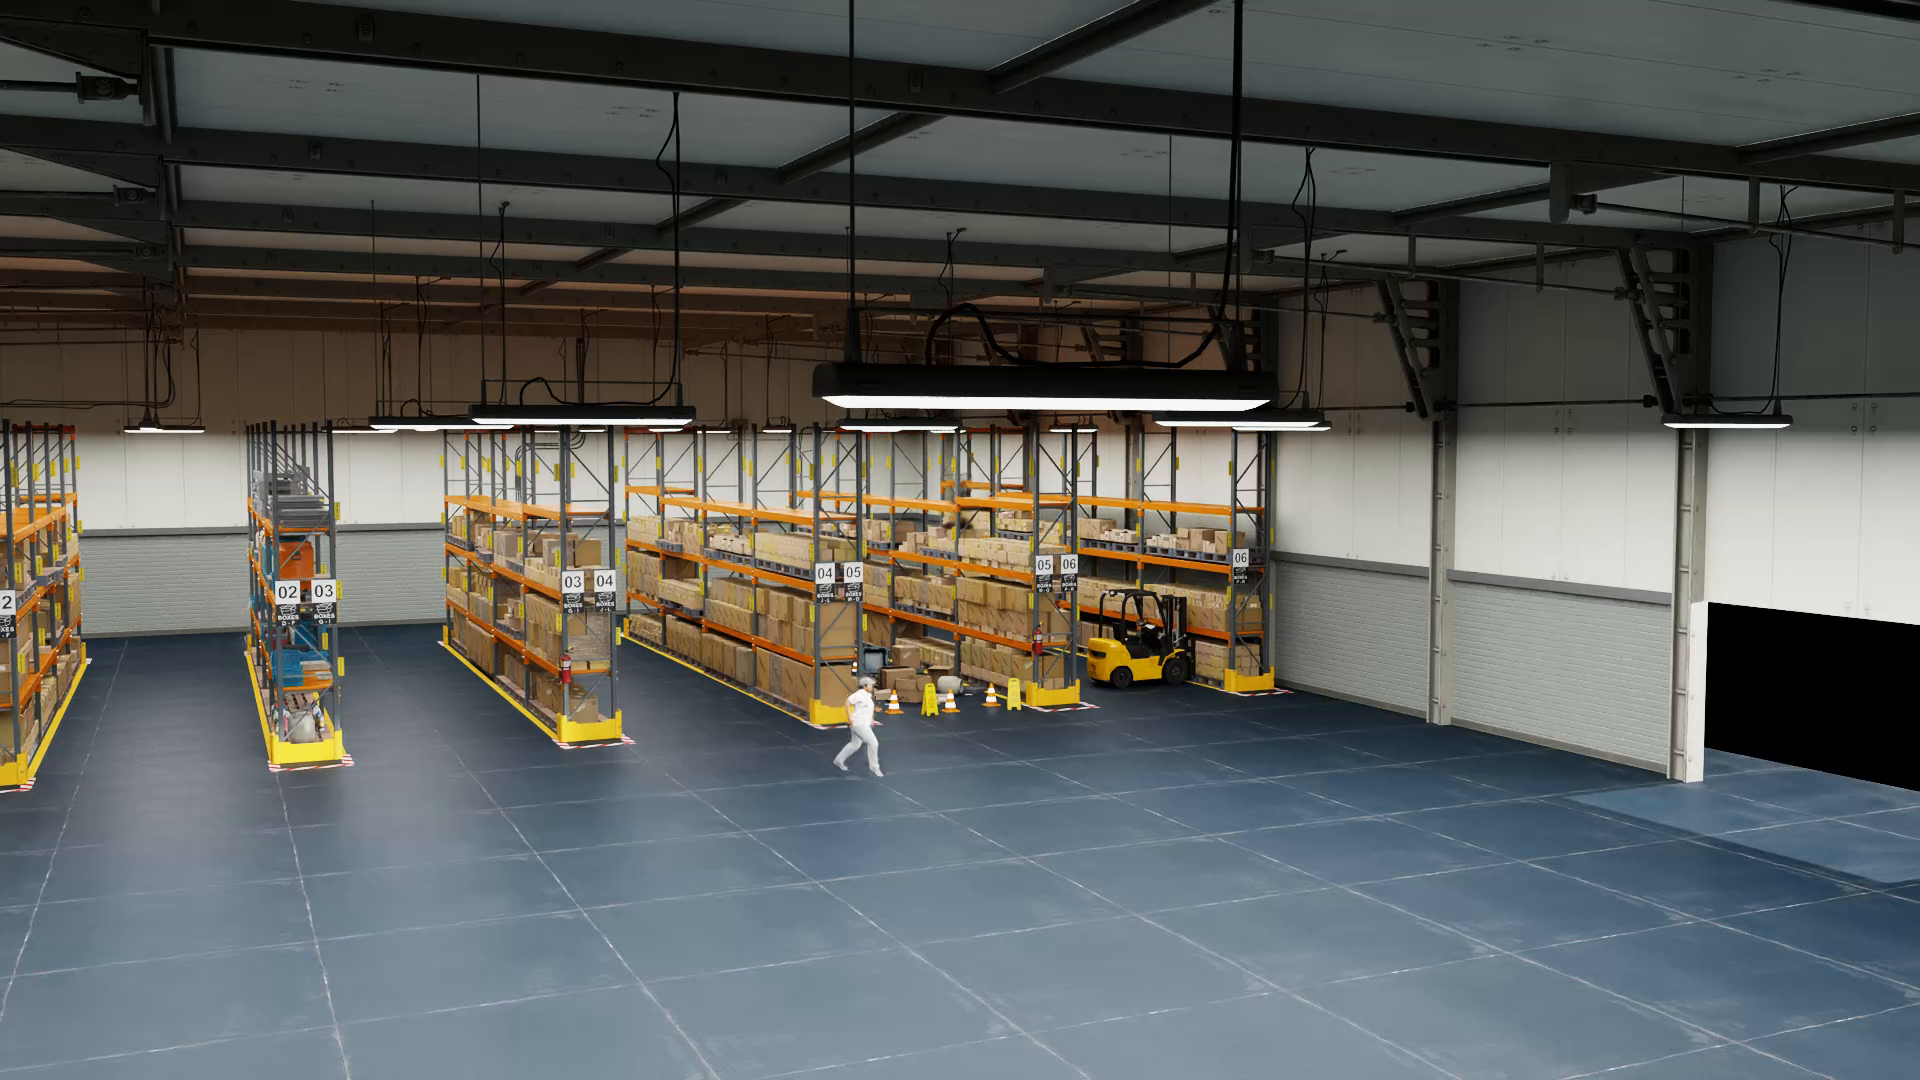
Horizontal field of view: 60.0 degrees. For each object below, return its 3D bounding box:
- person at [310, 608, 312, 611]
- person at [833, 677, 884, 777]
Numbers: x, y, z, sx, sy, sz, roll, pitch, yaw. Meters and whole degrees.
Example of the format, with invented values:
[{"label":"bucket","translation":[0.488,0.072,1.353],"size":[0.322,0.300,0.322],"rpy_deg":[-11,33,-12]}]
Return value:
[{"label":"person","translation":[-17.504,2.123,44.851],"size":[0.737,1.607,0.567],"rpy_deg":[0,4,4]},{"label":"person","translation":[-1.716,3.154,28.013],"size":[0.889,1.712,0.627],"rpy_deg":[0,4,7]}]
